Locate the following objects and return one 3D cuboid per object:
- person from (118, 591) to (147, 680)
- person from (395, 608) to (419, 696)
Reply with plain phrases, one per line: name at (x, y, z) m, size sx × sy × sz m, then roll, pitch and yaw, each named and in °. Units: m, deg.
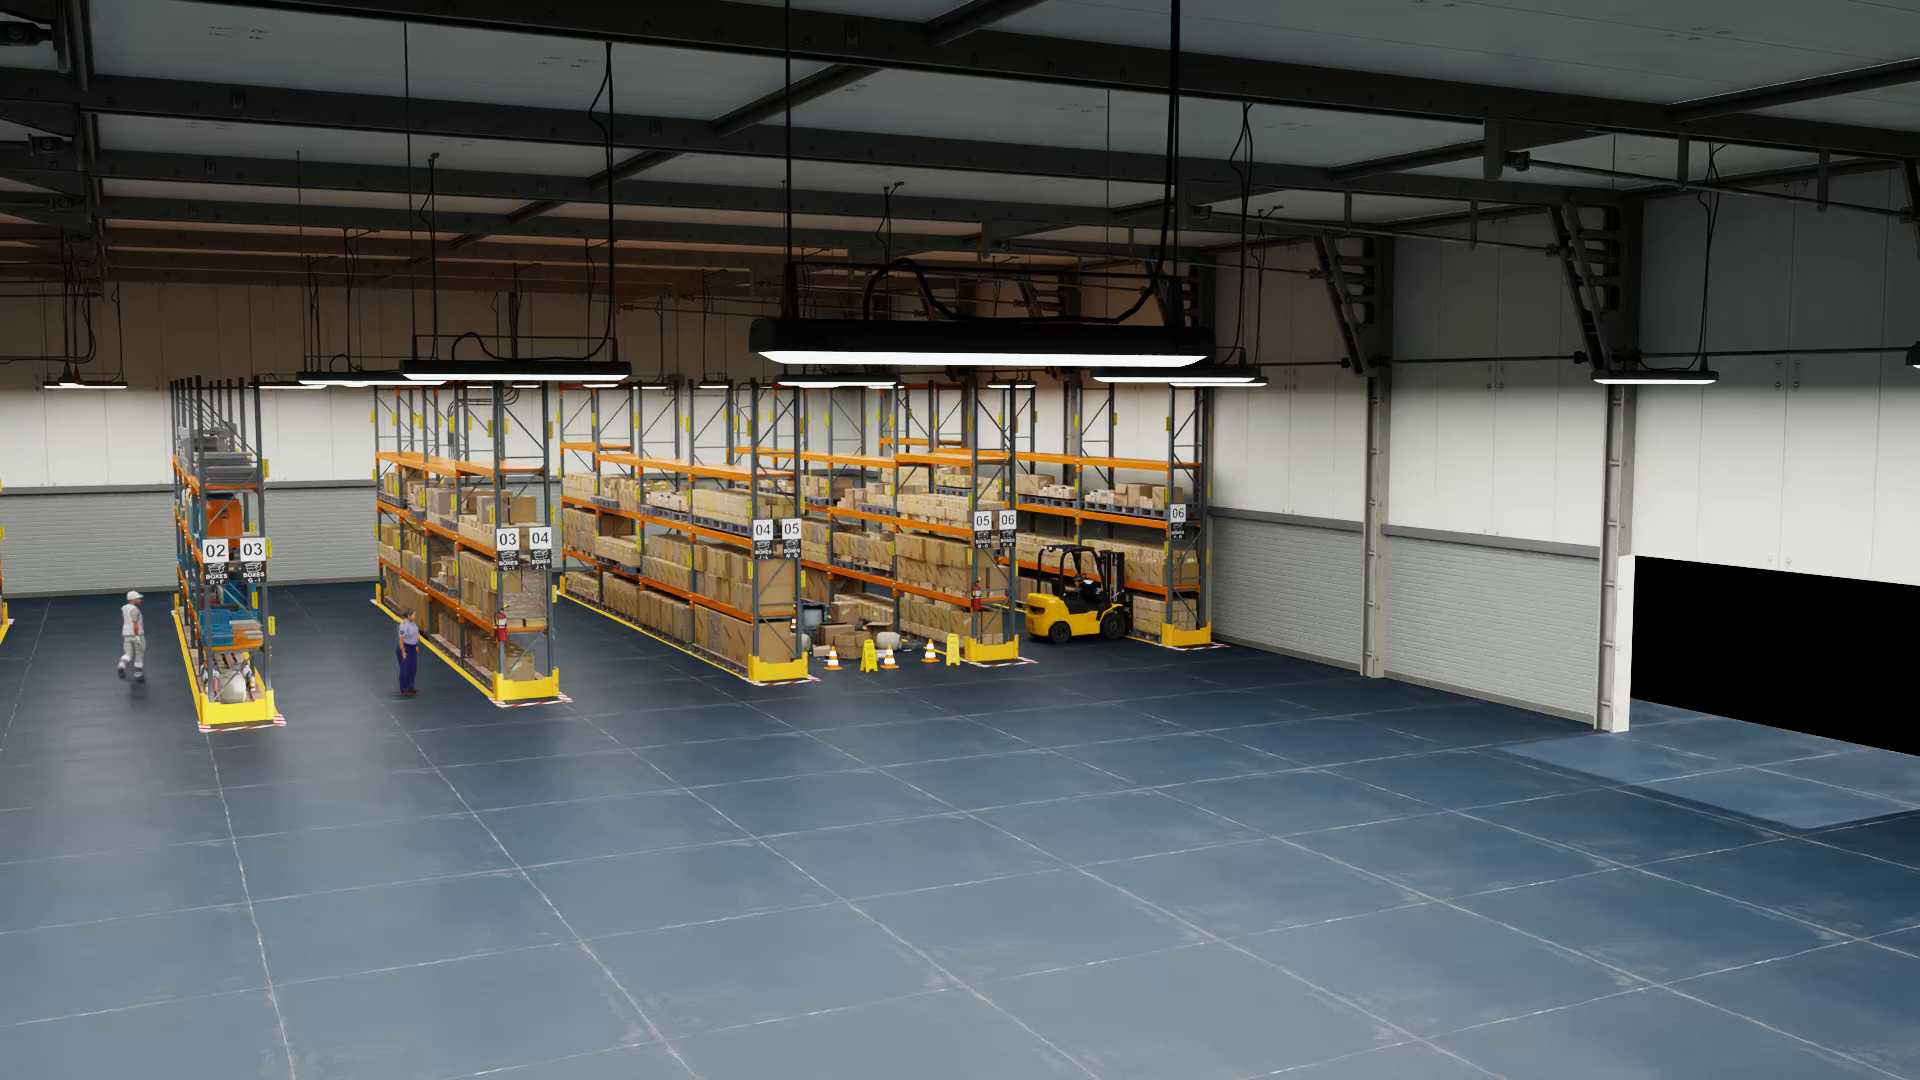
person at (-16.412, 1.902, 32.905) m, size 0.494 × 1.779 × 0.724 m, roll 1°, pitch 5°, yaw 7°
person at (-10.472, 2.110, 31.515) m, size 0.387 × 1.662 × 0.507 m, roll 1°, pitch 5°, yaw 10°
